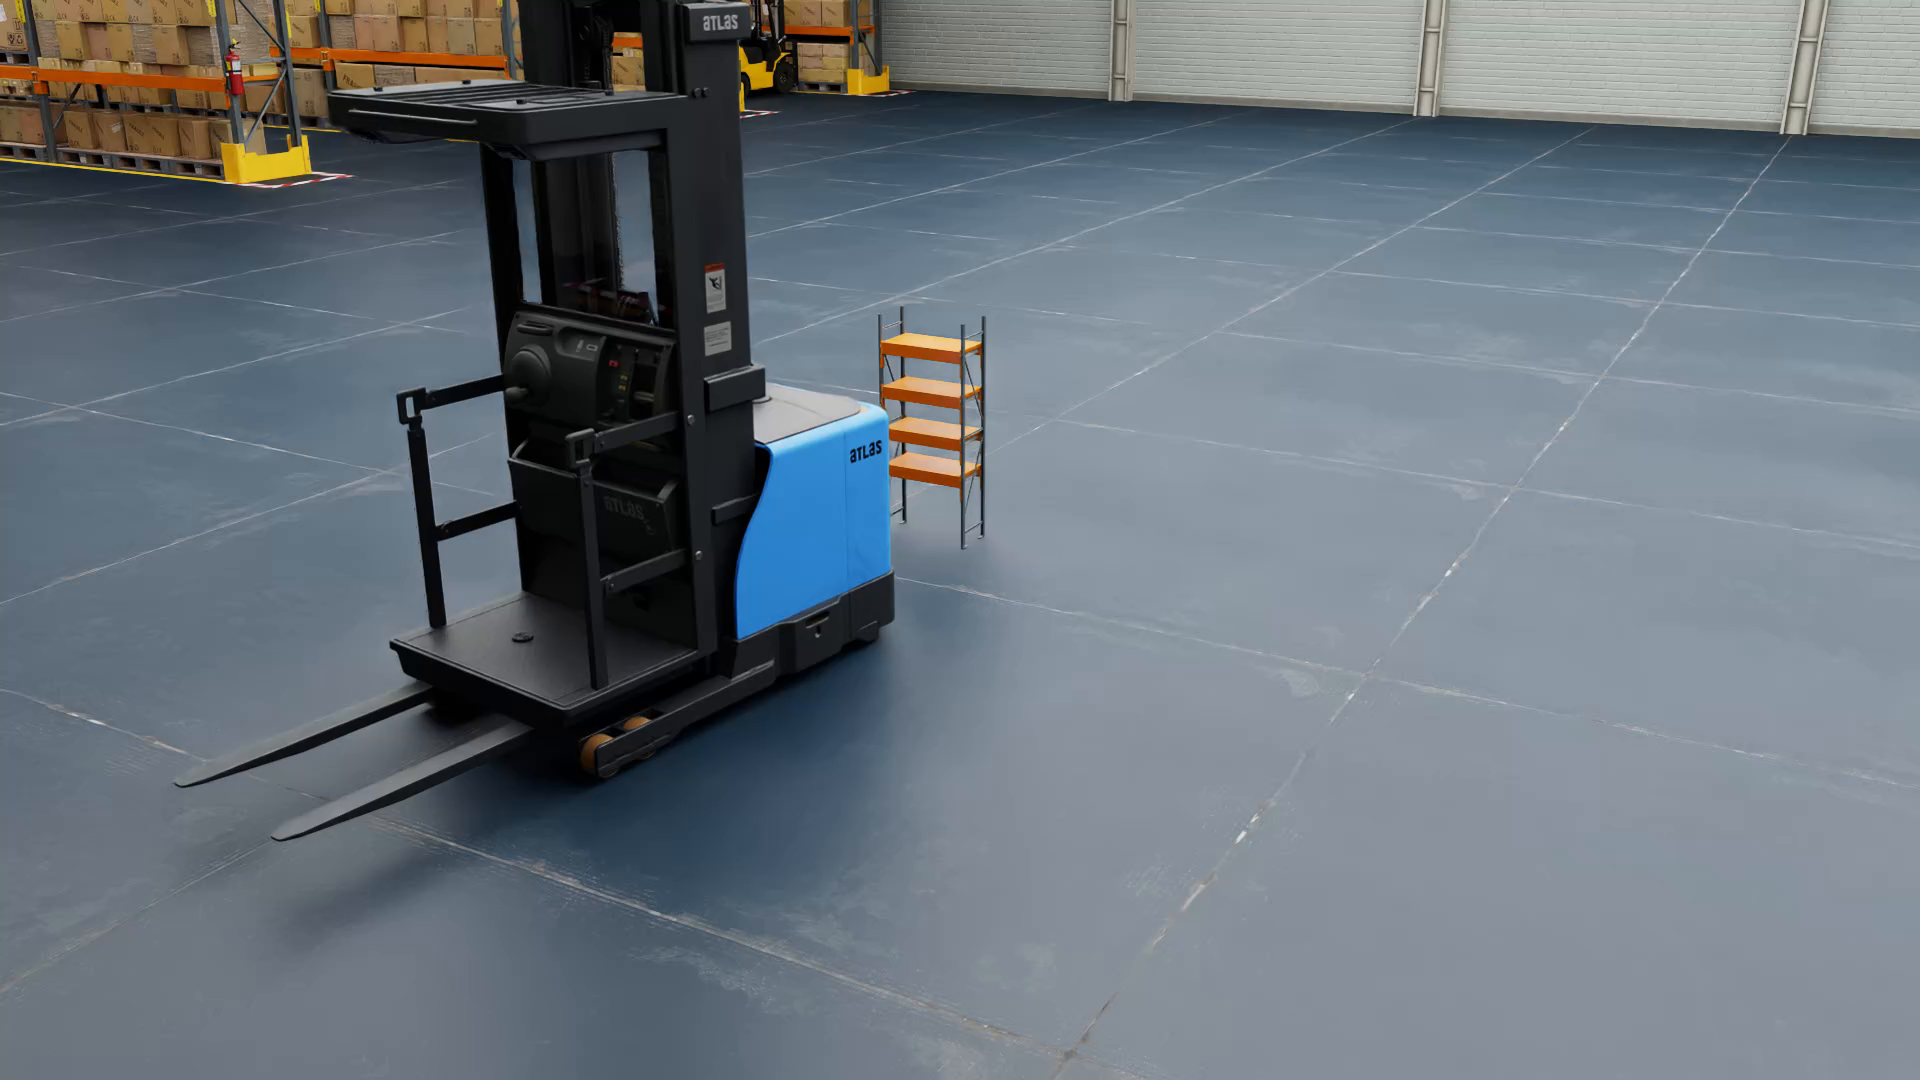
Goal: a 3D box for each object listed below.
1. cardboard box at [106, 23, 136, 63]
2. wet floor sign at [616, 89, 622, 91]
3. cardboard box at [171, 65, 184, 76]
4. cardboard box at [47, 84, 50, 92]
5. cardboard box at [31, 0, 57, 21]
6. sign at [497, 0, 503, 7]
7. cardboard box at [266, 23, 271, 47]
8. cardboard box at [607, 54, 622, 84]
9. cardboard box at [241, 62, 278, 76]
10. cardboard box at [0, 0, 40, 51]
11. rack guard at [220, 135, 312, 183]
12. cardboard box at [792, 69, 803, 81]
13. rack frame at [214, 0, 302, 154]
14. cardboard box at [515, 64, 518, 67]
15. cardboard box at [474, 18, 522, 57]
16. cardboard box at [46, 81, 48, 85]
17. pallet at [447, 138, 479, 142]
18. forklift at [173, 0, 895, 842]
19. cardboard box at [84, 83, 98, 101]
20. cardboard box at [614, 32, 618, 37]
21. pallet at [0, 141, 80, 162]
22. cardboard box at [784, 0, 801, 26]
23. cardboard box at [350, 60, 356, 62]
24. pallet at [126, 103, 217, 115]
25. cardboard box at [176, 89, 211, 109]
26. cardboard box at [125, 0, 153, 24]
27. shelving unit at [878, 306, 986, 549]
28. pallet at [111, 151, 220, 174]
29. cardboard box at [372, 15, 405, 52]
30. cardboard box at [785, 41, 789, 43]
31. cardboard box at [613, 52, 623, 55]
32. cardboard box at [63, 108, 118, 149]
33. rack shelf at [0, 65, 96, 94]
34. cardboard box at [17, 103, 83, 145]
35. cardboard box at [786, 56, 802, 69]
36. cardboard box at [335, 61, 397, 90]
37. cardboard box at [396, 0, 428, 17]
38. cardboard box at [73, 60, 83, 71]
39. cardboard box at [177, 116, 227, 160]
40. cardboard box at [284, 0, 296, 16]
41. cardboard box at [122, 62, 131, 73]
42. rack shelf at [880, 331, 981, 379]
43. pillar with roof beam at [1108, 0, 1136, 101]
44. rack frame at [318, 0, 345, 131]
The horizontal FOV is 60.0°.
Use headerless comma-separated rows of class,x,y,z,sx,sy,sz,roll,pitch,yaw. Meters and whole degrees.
cardboard box,-10.969,-6.759,22.517,0.500,0.500,0.875,11,23,27
wet floor sign,-5.662,-7.180,27.713,0.232,0.644,0.267,7,21,18
cardboard box,-10.182,-6.225,21.995,0.250,0.149,0.380,11,23,27
cardboard box,-17.523,-8.756,32.169,0.250,0.149,0.380,12,23,29
cardboard box,-12.384,-7.414,22.857,0.500,0.500,0.500,11,23,27
sign,-6.930,-8.199,25.023,0.005,0.325,0.100,11,23,27
cardboard box,-11.614,-8.590,28.000,0.500,0.500,0.500,11,23,28
cardboard box,-6.511,-8.765,30.945,0.500,0.500,0.500,12,23,30
cardboard box,-9.293,-6.243,22.045,0.250,0.149,0.380,11,23,27
cardboard box,-13.278,-7.561,23.815,1.000,1.000,1.000,11,23,28
rack guard,-9.227,-5.080,22.137,0.348,0.500,1.175,11,23,27
cardboard box,-3.336,-9.731,34.710,0.500,0.250,0.500,11,23,28
rack frame,-9.160,-6.243,21.676,0.127,3.000,1.000,11,23,27
cardboard box,-10.258,-11.203,38.400,0.500,0.500,0.500,12,23,30
cardboard box,-6.999,-7.821,25.808,0.550,0.550,0.875,11,23,27
cardboard box,-17.555,-8.866,32.037,0.250,0.149,0.380,11,23,28
pallet,-7.390,-6.501,26.478,1.213,0.211,1.003,11,23,27
forklift,-1.592,-0.657,6.377,1.130,2.935,3.031,15,25,35
cardboard box,-15.687,-8.348,30.530,0.500,0.500,0.500,11,23,28
cardboard box,-6.355,-9.343,30.591,0.250,0.149,0.380,11,23,27
pallet,-13.333,-5.726,24.341,1.213,0.211,1.003,11,23,27
cardboard box,-3.364,-10.896,34.358,0.500,0.500,0.500,10,22,26
cardboard box,-11.874,-9.861,34.152,0.875,0.875,0.875,11,22,27
pallet,-14.319,-7.852,30.203,1.213,0.211,1.003,11,23,27
cardboard box,-13.150,-8.045,29.327,0.750,0.750,1.050,10,22,27
cardboard box,-10.636,-7.083,21.943,0.500,0.500,0.500,11,23,27
shelving unit,-0.145,-0.592,8.736,0.503,1.200,0.258,11,23,27
pallet,-10.980,-5.293,23.148,1.213,0.211,1.003,11,23,27
cardboard box,-8.912,-8.171,26.771,0.550,0.550,0.875,11,23,27
cardboard box,-3.797,-10.280,34.757,0.500,0.250,0.500,10,22,26
cardboard box,-6.281,-8.928,31.396,0.500,0.500,0.500,12,23,30
cardboard box,-12.323,-5.852,23.648,0.500,0.500,0.500,10,22,26
rack shelf,-14.399,-6.902,24.549,4.000,0.370,1.077,11,23,27
cardboard box,-13.178,-6.048,24.160,0.500,0.500,0.700,9,22,23
cardboard box,-3.381,-9.965,34.621,0.500,0.250,0.500,10,22,26
cardboard box,-9.630,-7.441,27.479,0.875,0.875,0.875,11,23,28
cardboard box,-8.432,-8.601,26.373,0.500,0.550,0.875,11,23,27
cardboard box,-11.945,-6.547,22.883,0.250,0.149,0.380,11,23,27
cardboard box,-10.236,-5.463,22.577,0.500,0.500,0.500,18,27,41
cardboard box,-11.032,-9.050,27.803,0.500,0.500,0.700,10,22,26
cardboard box,-11.055,-6.391,22.453,0.250,0.149,0.380,11,23,27
rack shelf,-0.145,-0.961,8.602,0.480,0.148,0.258,11,23,27
pillar with roof beam,1.060,-11.596,27.636,0.400,9.000,9.100,11,23,27
rack frame,-10.145,-8.368,27.534,0.127,3.000,1.000,11,23,27
